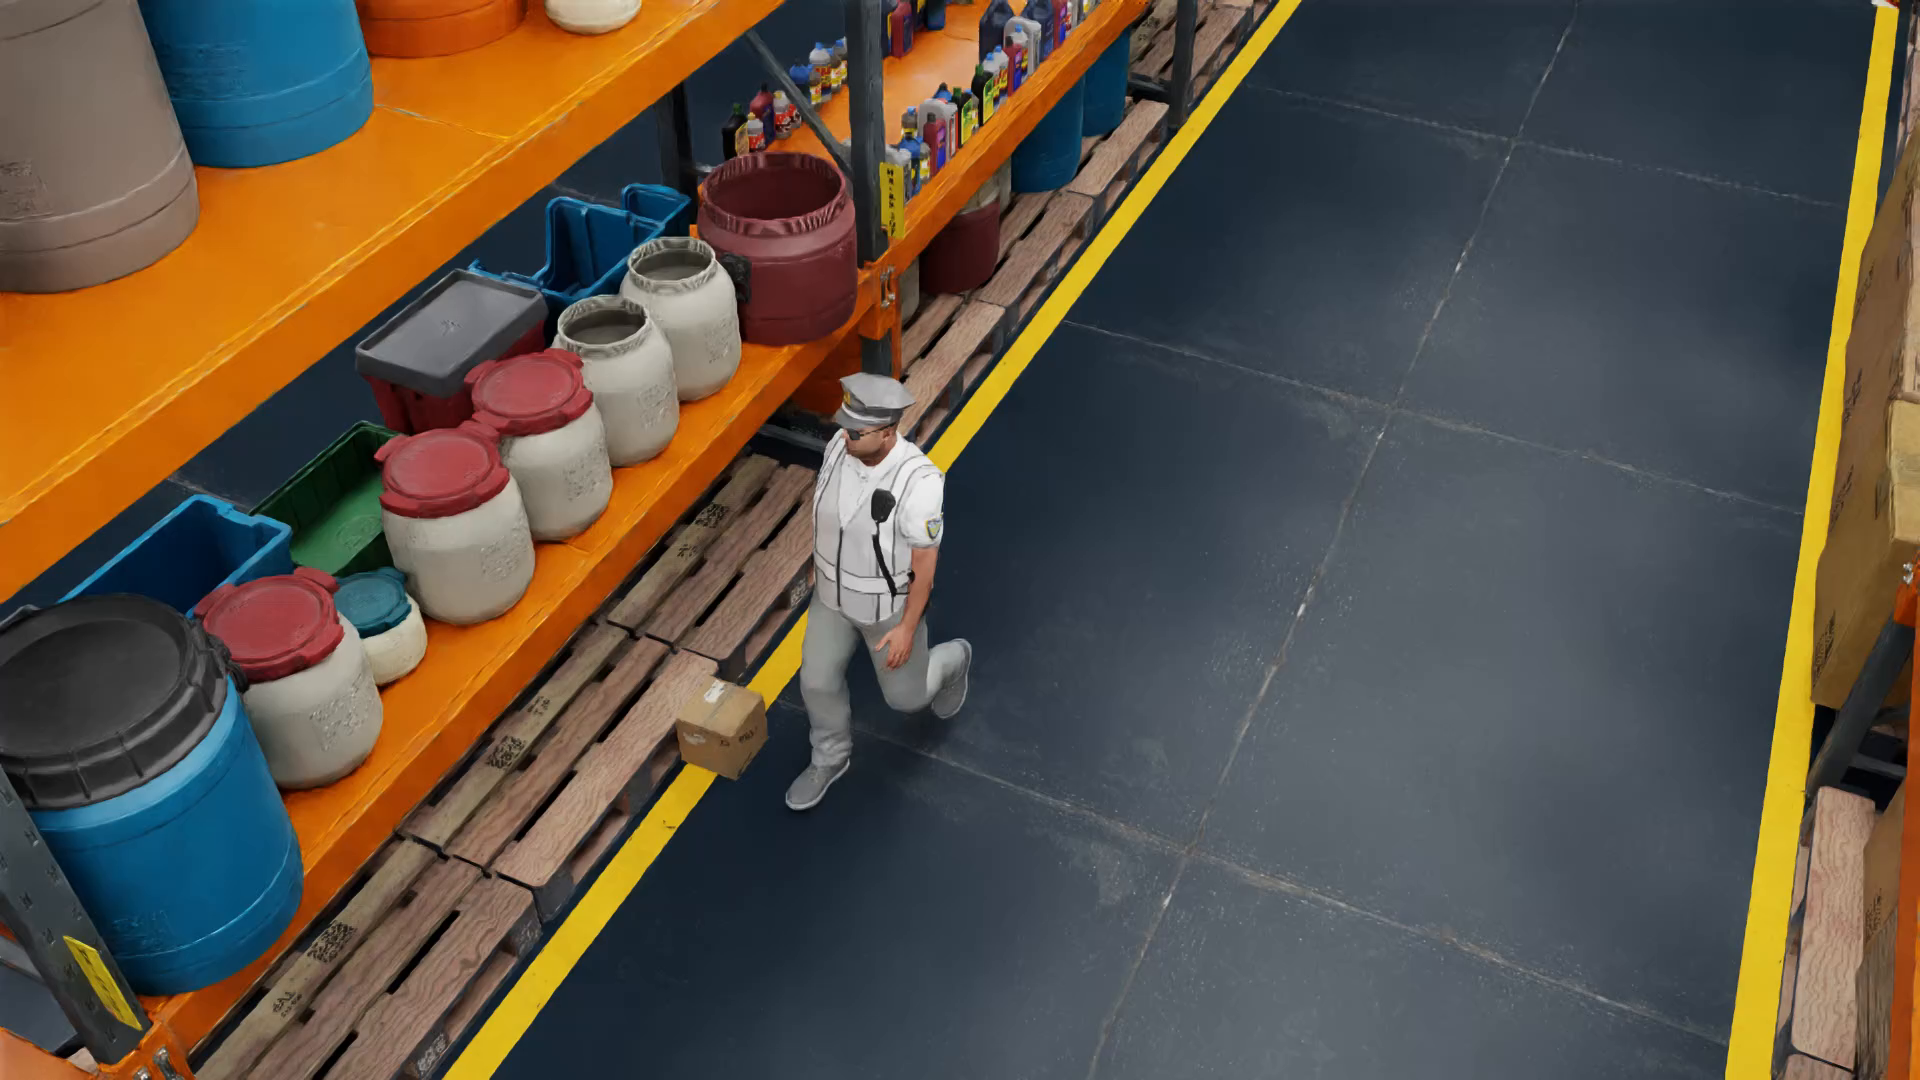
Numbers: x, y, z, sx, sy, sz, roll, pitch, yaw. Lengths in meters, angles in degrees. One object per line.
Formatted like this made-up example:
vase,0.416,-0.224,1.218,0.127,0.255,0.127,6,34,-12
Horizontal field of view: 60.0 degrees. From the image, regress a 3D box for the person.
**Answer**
person,-0.324,0.174,5.960,0.543,1.721,0.892,24,47,24
